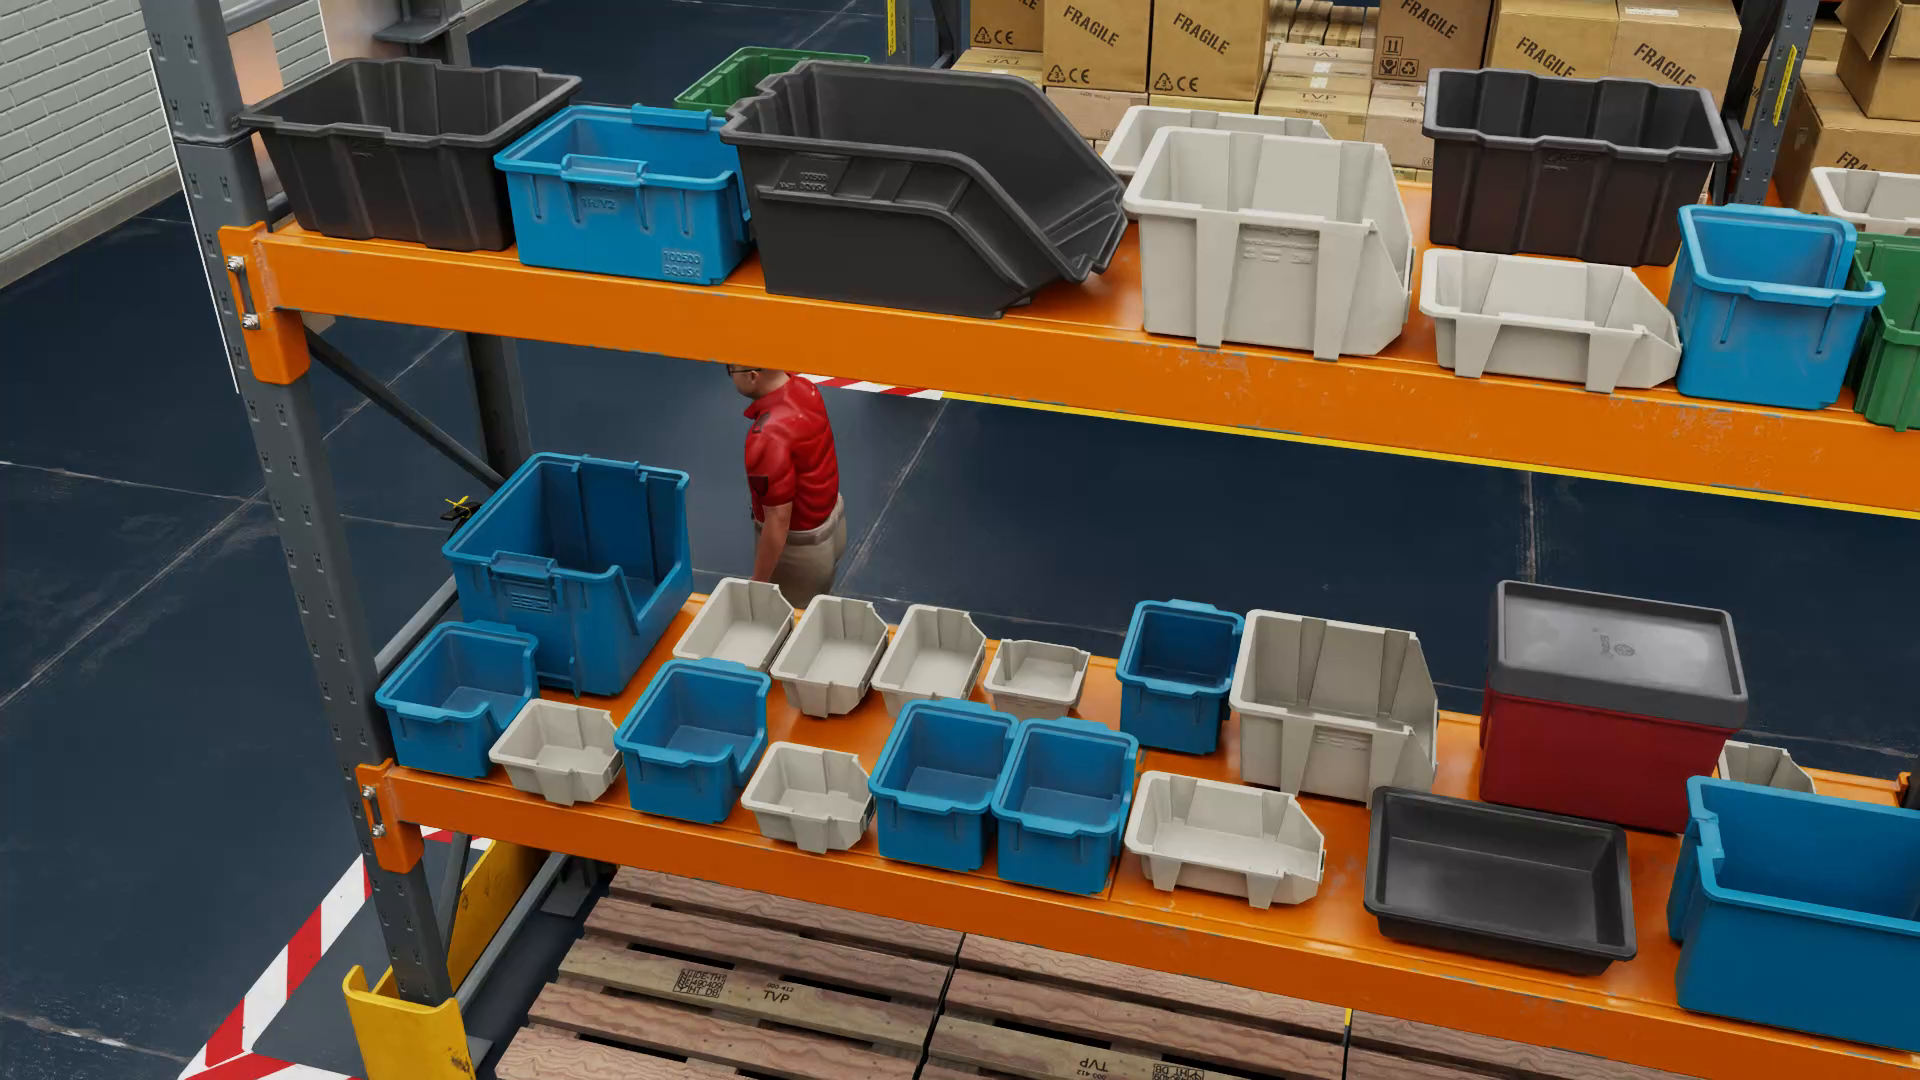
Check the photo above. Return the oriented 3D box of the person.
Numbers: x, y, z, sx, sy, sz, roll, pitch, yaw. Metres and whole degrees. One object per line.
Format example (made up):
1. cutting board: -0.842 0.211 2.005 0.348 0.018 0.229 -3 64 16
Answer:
1. person: -0.629 0.011 6.134 0.386 1.727 0.594 7 33 11
